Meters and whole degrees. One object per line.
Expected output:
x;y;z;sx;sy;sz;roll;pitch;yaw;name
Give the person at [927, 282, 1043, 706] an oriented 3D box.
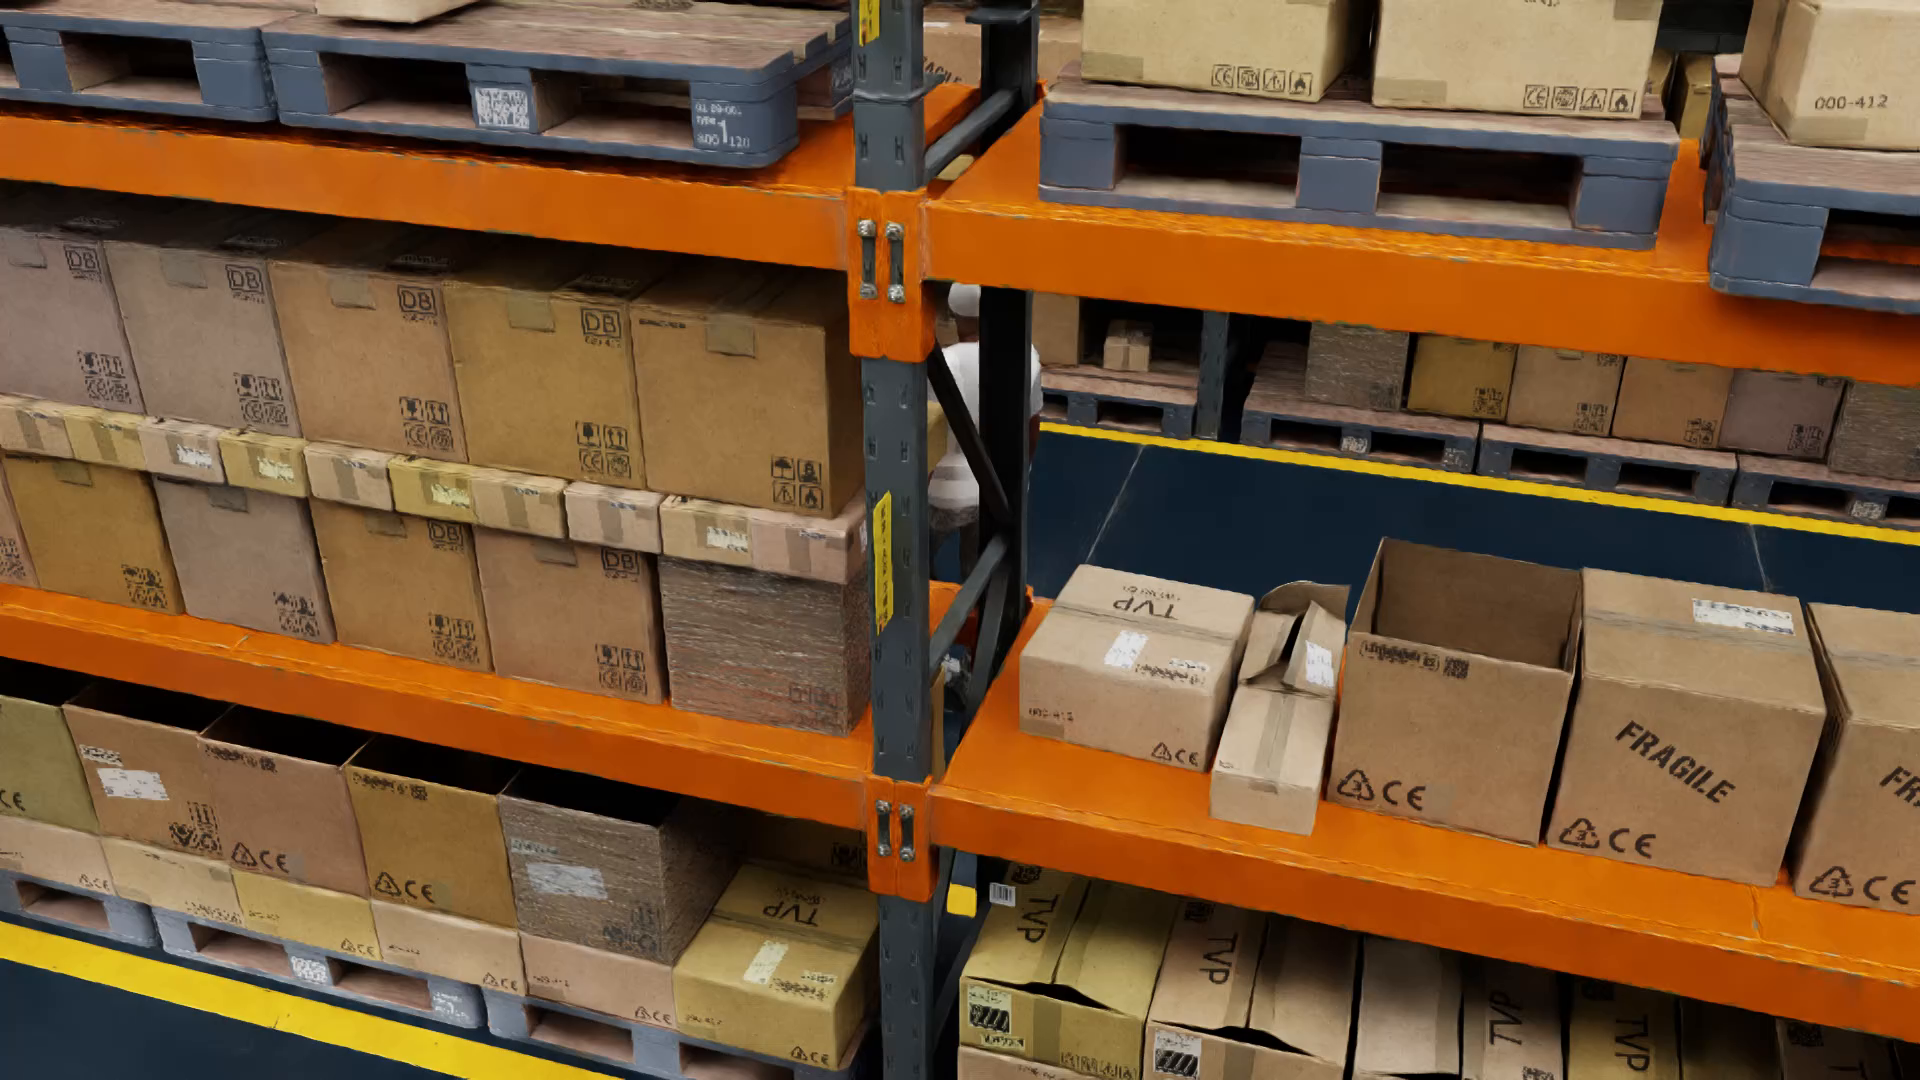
0.016;-0.200;6.433;0.641;1.775;0.462;-11;31;-20;person
